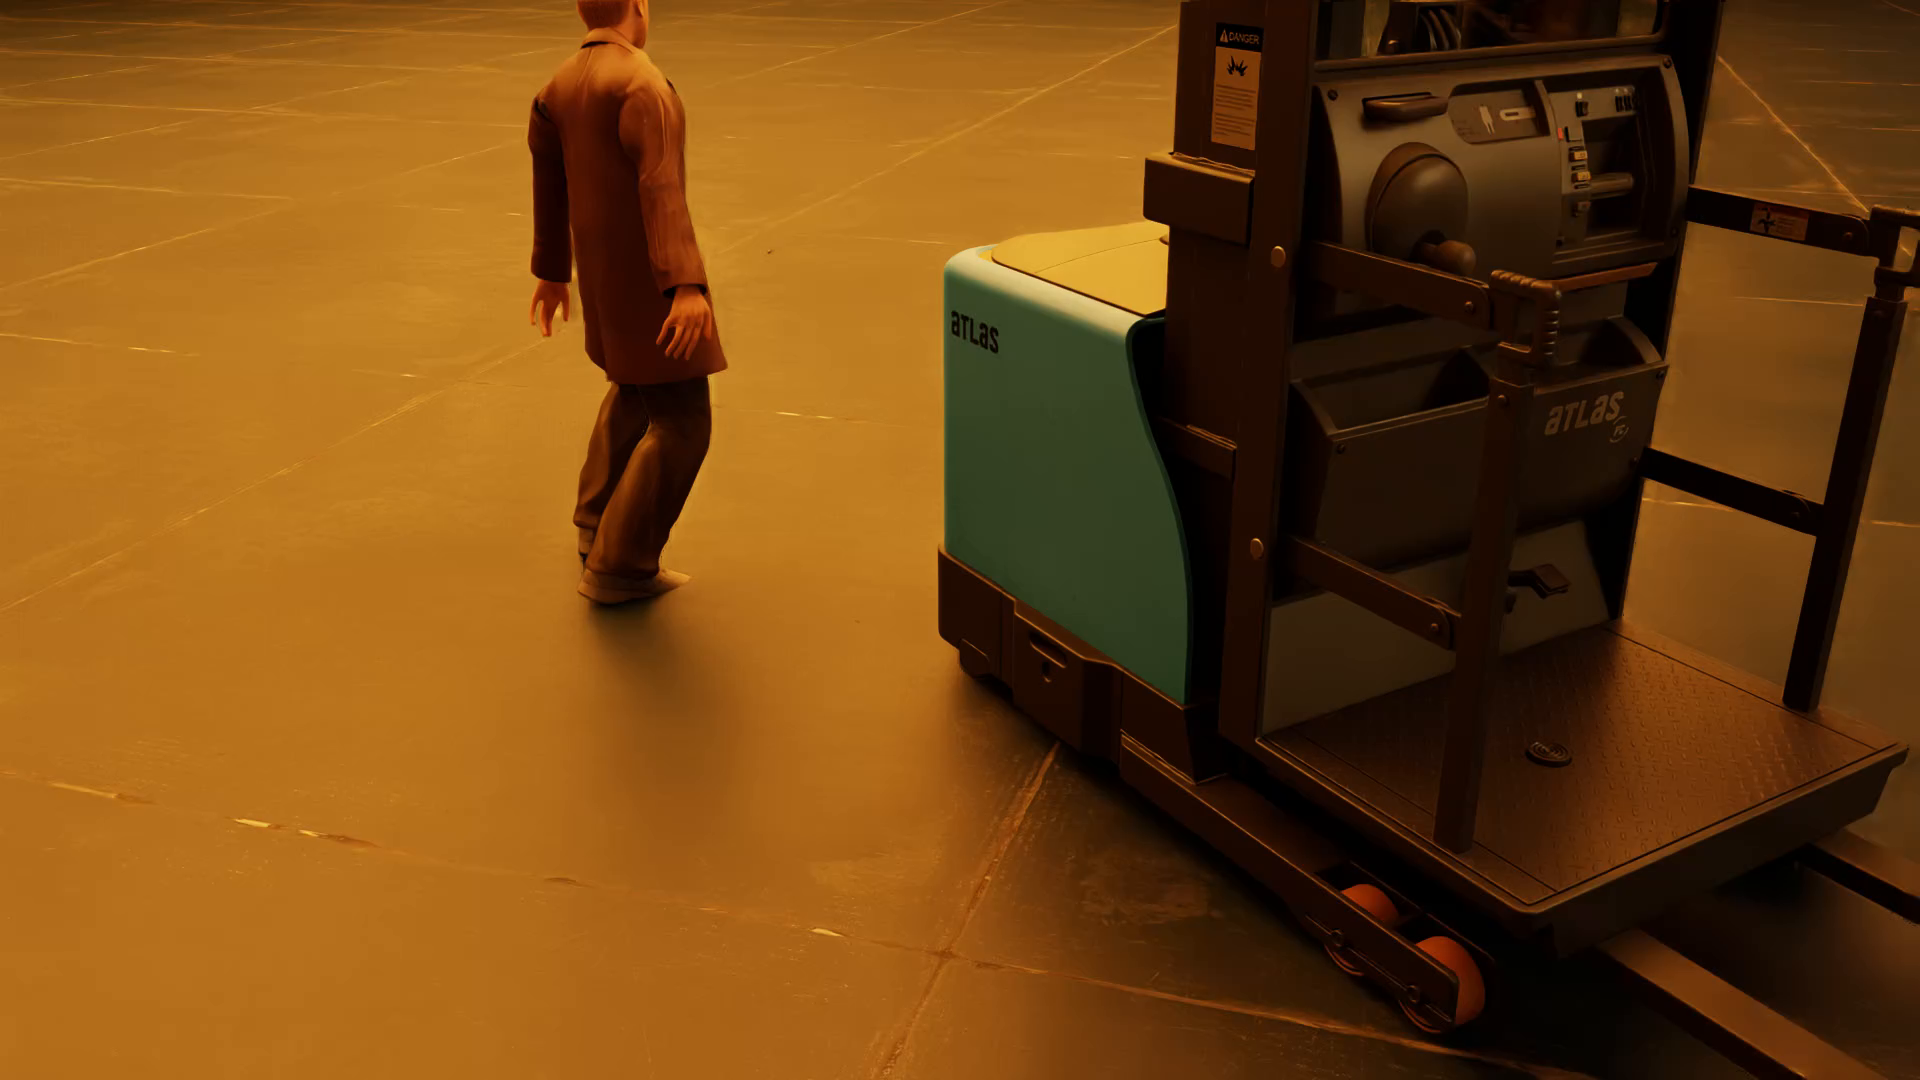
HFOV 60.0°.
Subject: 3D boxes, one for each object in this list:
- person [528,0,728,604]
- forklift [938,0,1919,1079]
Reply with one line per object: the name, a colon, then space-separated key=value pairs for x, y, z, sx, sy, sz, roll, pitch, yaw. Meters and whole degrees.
person: x=-0.934 y=-0.685 z=4.607 sx=0.552 sy=1.759 sz=0.934 roll=-16 pitch=28 yaw=-34
forklift: x=1.139 y=-0.675 z=2.916 sx=1.130 sy=2.935 sz=3.031 roll=-13 pitch=26 yaw=-29
